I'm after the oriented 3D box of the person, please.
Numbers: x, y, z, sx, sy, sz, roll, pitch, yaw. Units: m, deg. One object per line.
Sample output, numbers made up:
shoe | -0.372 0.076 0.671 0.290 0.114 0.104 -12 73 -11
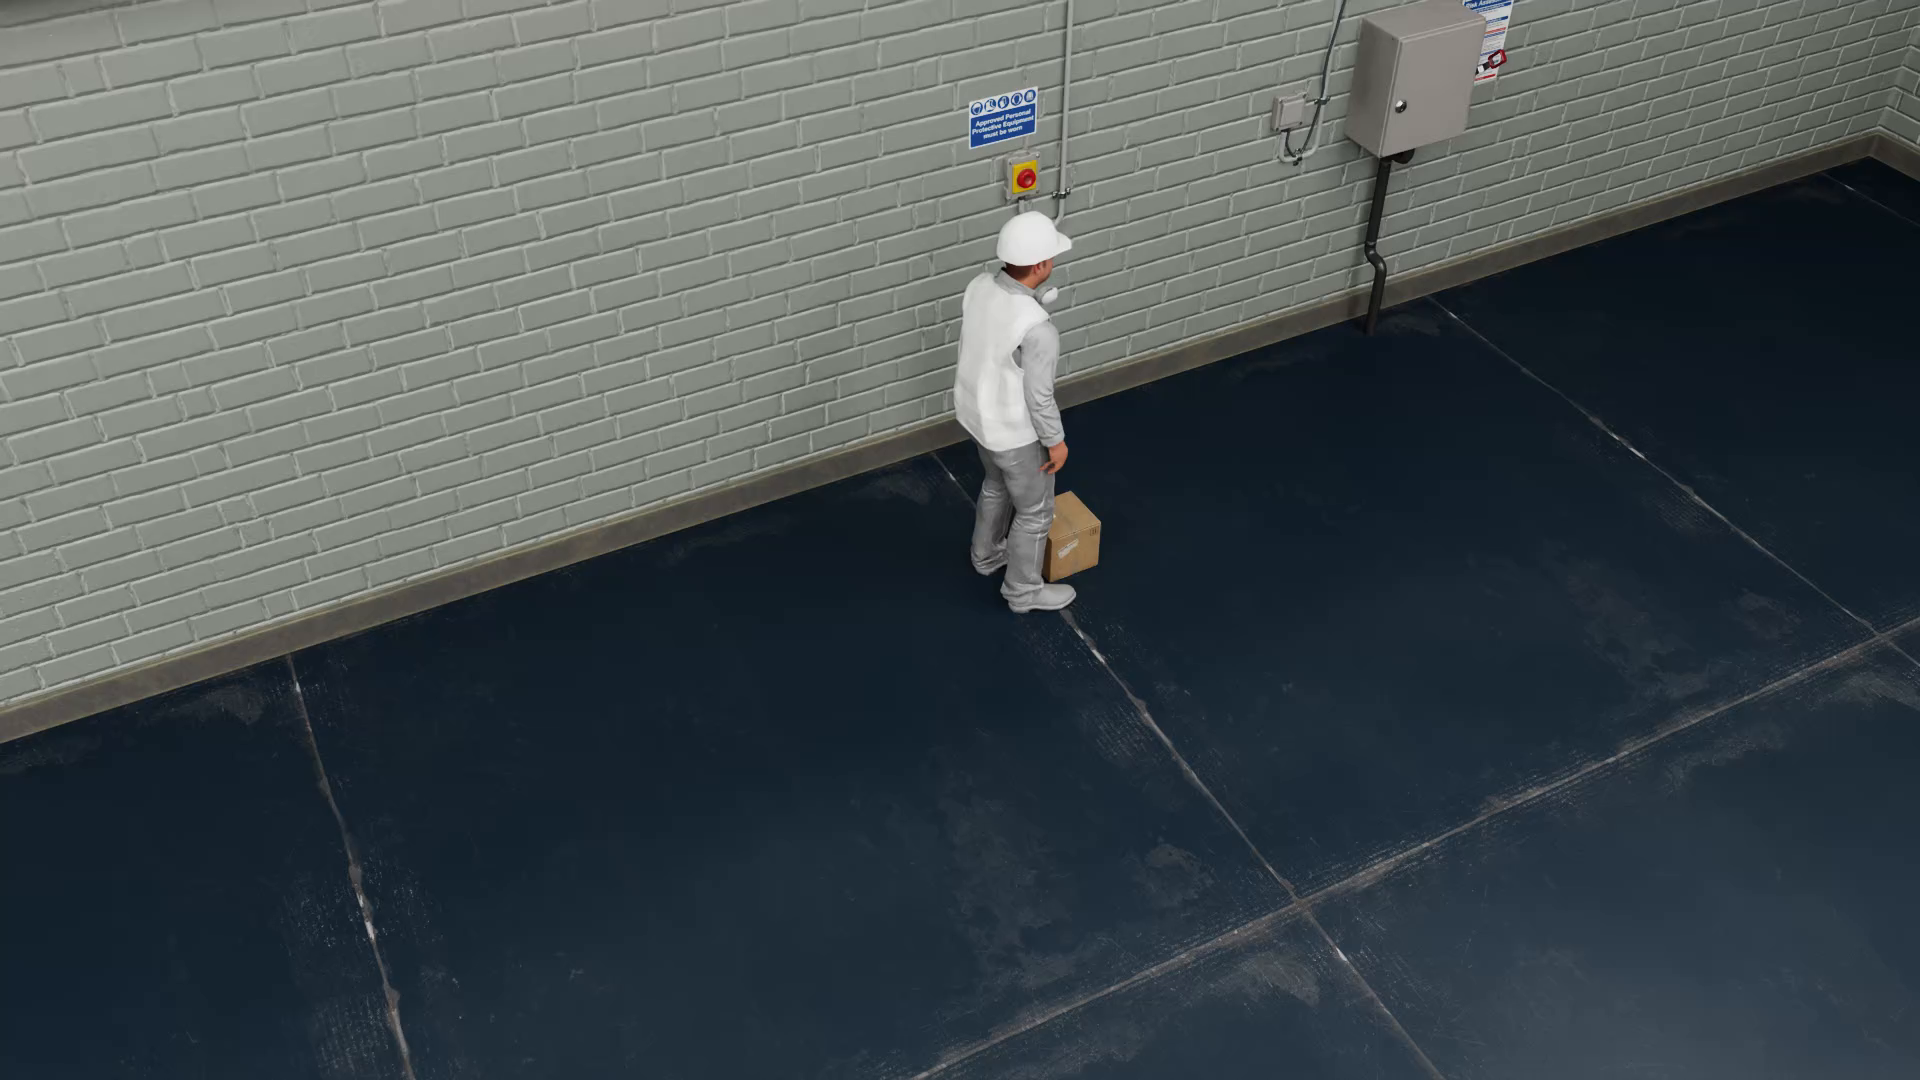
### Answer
person | 0.218 -0.506 6.720 0.459 1.772 0.591 -21 45 -22
